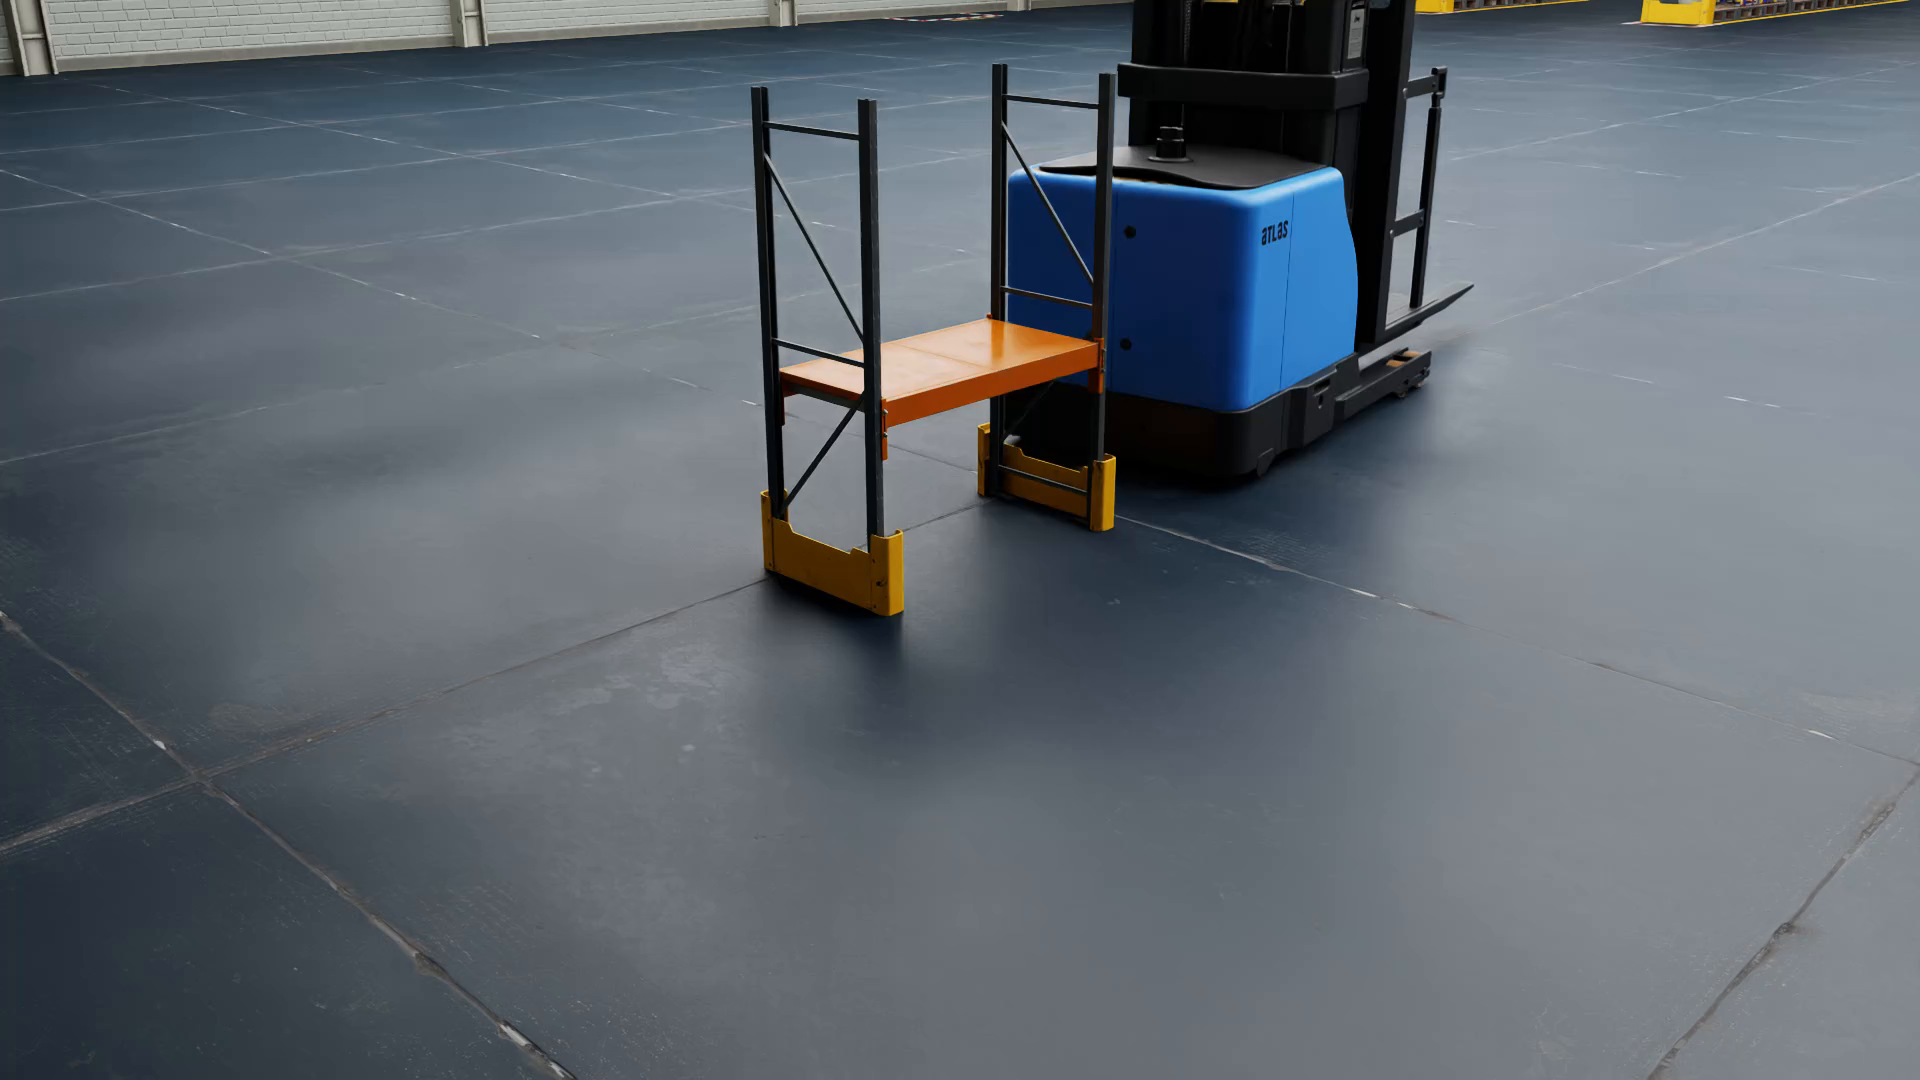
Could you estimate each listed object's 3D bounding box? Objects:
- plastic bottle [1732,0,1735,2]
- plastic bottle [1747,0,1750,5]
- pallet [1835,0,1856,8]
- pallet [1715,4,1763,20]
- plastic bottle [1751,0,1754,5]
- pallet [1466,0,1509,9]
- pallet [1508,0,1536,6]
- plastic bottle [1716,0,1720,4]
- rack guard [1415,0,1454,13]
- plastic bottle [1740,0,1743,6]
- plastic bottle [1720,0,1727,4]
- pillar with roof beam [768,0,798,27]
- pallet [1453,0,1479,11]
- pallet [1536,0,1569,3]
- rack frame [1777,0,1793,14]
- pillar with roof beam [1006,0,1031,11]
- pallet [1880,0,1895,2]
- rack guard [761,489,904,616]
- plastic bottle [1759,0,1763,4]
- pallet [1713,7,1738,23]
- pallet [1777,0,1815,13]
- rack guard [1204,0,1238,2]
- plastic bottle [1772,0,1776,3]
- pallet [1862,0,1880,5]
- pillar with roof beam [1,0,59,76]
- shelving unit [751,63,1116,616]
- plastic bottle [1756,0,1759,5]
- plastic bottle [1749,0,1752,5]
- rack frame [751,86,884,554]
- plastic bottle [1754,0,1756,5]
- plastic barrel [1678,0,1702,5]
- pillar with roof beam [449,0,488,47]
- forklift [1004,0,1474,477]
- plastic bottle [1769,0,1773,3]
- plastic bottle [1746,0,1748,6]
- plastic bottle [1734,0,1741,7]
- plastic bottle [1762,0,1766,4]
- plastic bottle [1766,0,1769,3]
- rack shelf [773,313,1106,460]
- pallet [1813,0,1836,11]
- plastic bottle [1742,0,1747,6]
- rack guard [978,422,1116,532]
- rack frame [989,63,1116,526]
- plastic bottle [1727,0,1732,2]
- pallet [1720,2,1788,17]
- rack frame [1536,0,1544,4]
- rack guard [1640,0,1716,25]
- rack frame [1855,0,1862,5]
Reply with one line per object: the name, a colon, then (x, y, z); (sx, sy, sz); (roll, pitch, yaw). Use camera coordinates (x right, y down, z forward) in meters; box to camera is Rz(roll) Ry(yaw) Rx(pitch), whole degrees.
plastic bottle: (14.595, -10.313, 31.305); (0.144, 0.351, 0.185); (19, 28, 41)
plastic bottle: (14.359, -9.889, 30.313); (0.097, 0.271, 0.097); (0, 21, 0)
pallet: (17.574, -11.021, 33.954); (1.003, 0.211, 1.213); (19, 28, 41)
pallet: (14.002, -9.705, 30.530); (1.003, 0.211, 1.213); (19, 28, 41)
plastic bottle: (14.500, -9.942, 30.448); (0.097, 0.271, 0.097); (0, 21, 0)
pallet: (10.370, -10.914, 33.676); (1.003, 0.211, 1.213); (19, 28, 41)
pallet: (11.221, -11.229, 34.495); (1.003, 0.211, 1.213); (19, 28, 41)
plastic bottle: (14.051, -10.055, 30.841); (0.097, 0.201, 0.097); (0, 21, 0)
rack guard: (8.998, -10.523, 32.257); (1.175, 0.500, 0.348); (19, 28, 41)
plastic bottle: (14.122, -9.770, 30.099); (0.097, 0.201, 0.097); (0, 21, 0)
plastic bottle: (14.187, -10.126, 30.922); (0.152, 0.276, 0.135); (19, 28, 41)
pillar with roof beam: (0.045, -11.970, 24.174); (9.100, 9.000, 0.400); (19, 28, 41)
pallet: (9.519, -10.602, 32.864); (1.003, 0.211, 1.213); (19, 28, 41)
pallet: (12.292, -11.622, 35.518); (1.003, 0.211, 1.213); (19, 28, 41)
rack frame: (15.352, -11.484, 31.272); (1.000, 3.000, 0.127); (19, 28, 41)
pillar with roof beam: (4.231, -13.512, 28.187); (9.100, 9.000, 0.400); (19, 28, 41)
pallet: (19.514, -11.736, 35.814); (1.003, 0.211, 1.213); (19, 28, 41)
rack guard: (-0.401, 0.031, 5.146); (0.587, 0.250, 0.087); (19, 28, 41)
plastic bottle: (14.750, -10.083, 30.705); (0.144, 0.351, 0.185); (19, 28, 40)
pallet: (13.151, -9.393, 29.718); (1.003, 0.211, 1.213); (19, 28, 41)
pallet: (15.872, -10.394, 32.323); (1.003, 0.211, 1.213); (19, 28, 41)
rack guard: (5.516, -11.788, 35.547); (1.175, 0.500, 0.348); (19, 28, 41)
plastic bottle: (15.253, -10.215, 31.144); (0.133, 0.283, 0.061); (-18, 28, -39)
pallet: (18.663, -11.424, 35.002); (1.003, 0.211, 1.213); (19, 28, 41)
pillar with roof beam: (-8.326, -8.885, 16.149); (9.100, 9.000, 0.400); (19, 28, 41)
shelving unit: (-0.053, -0.680, 5.255); (0.587, 1.500, 1.083); (19, 28, 41)
plastic bottle: (14.634, -10.007, 30.613); (0.135, 0.276, 0.152); (-20, 28, -41)
plastic bottle: (14.428, -9.882, 30.392); (0.097, 0.201, 0.097); (0, 21, 0)
rack frame: (-0.414, -0.547, 4.908); (0.500, 1.500, 0.032); (19, 28, 41)
plastic bottle: (14.571, -9.935, 30.529); (0.097, 0.201, 0.097); (0, 21, 0)
plastic barrel: (12.966, -9.679, 29.458); (0.421, 0.512, 0.421); (0, 21, 0)
pillar with roof beam: (-4.141, -10.428, 20.161); (9.100, 9.000, 0.400); (19, 28, 41)
forklift: (1.417, -2.066, 6.863); (1.130, 2.935, 3.031); (14, 25, 32)
plastic bottle: (15.109, -10.215, 31.050); (0.144, 0.351, 0.185); (18, 28, 39)
plastic bottle: (14.289, -9.864, 30.246); (0.097, 0.271, 0.097); (0, 21, 0)
plastic bottle: (14.050, -9.776, 30.017); (0.097, 0.271, 0.097); (0, 21, 0)
plastic bottle: (14.892, -10.082, 30.797); (0.133, 0.283, 0.061); (-18, 27, -39)
plastic bottle: (14.975, -10.166, 30.921); (0.144, 0.351, 0.185); (18, 27, 38)
rack shelf: (-0.060, -0.510, 5.313); (0.538, 0.185, 1.000); (19, 28, 41)
pallet: (16.723, -10.709, 33.142); (1.003, 0.211, 1.213); (19, 28, 41)
plastic bottle: (14.221, -9.835, 30.154); (0.133, 0.283, 0.061); (-20, 28, -41)
rack guard: (0.294, -0.225, 5.812); (0.587, 0.250, 0.087); (19, 28, 41)
rack frame: (0.295, -0.809, 5.588); (0.500, 1.500, 0.032); (19, 28, 41)
plastic bottle: (14.477, -10.245, 31.237); (0.097, 0.271, 0.097); (0, 21, 0)
pallet: (14.854, -10.020, 31.350); (1.003, 0.211, 1.213); (19, 28, 41)
rack frame: (11.806, -12.725, 34.500); (1.000, 3.000, 0.127); (19, 28, 41)
rack guard: (12.581, -9.320, 29.127); (1.175, 0.500, 0.348); (19, 28, 41)
rack frame: (18.142, -12.512, 33.947); (1.000, 3.000, 0.127); (19, 28, 41)
